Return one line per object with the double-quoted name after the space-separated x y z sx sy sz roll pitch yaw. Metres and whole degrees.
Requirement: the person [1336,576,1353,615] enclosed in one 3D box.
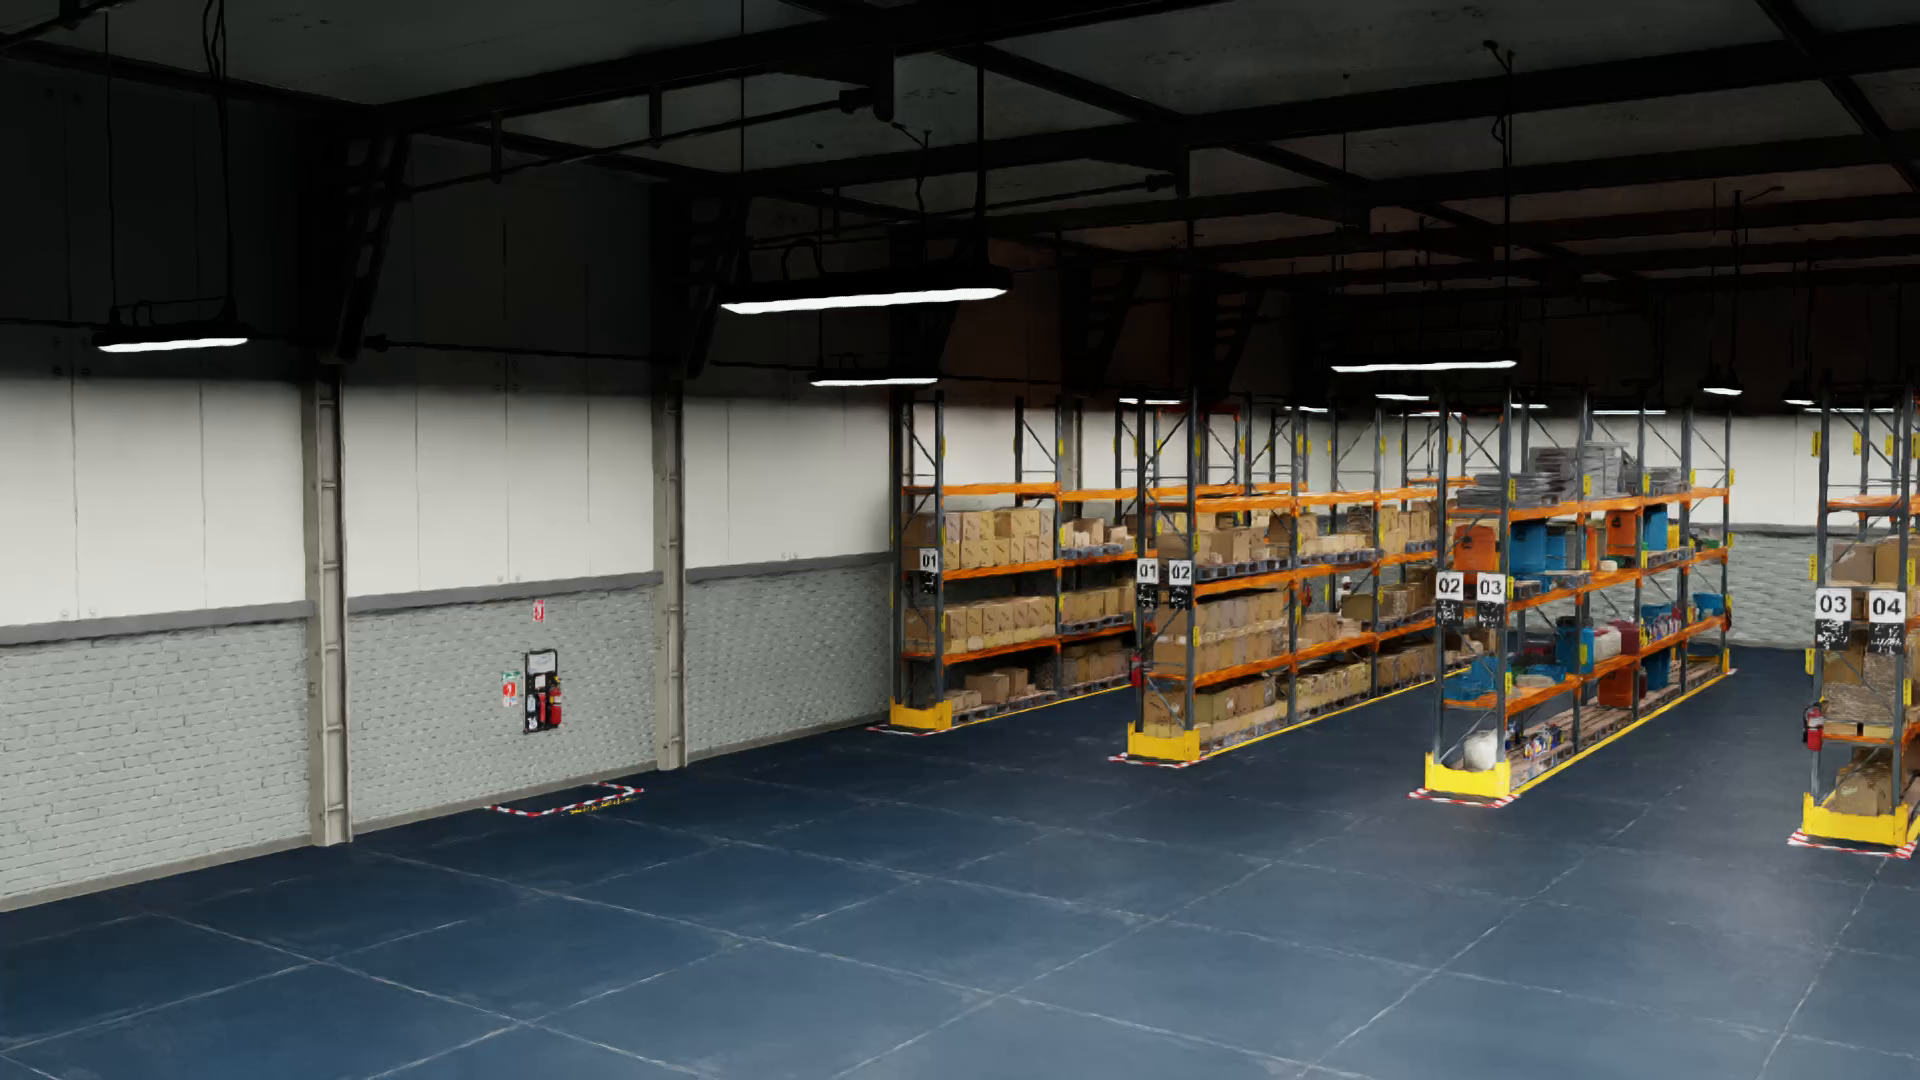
9.508 1.794 41.112 0.511 1.781 0.654 3 4 43 "person"
